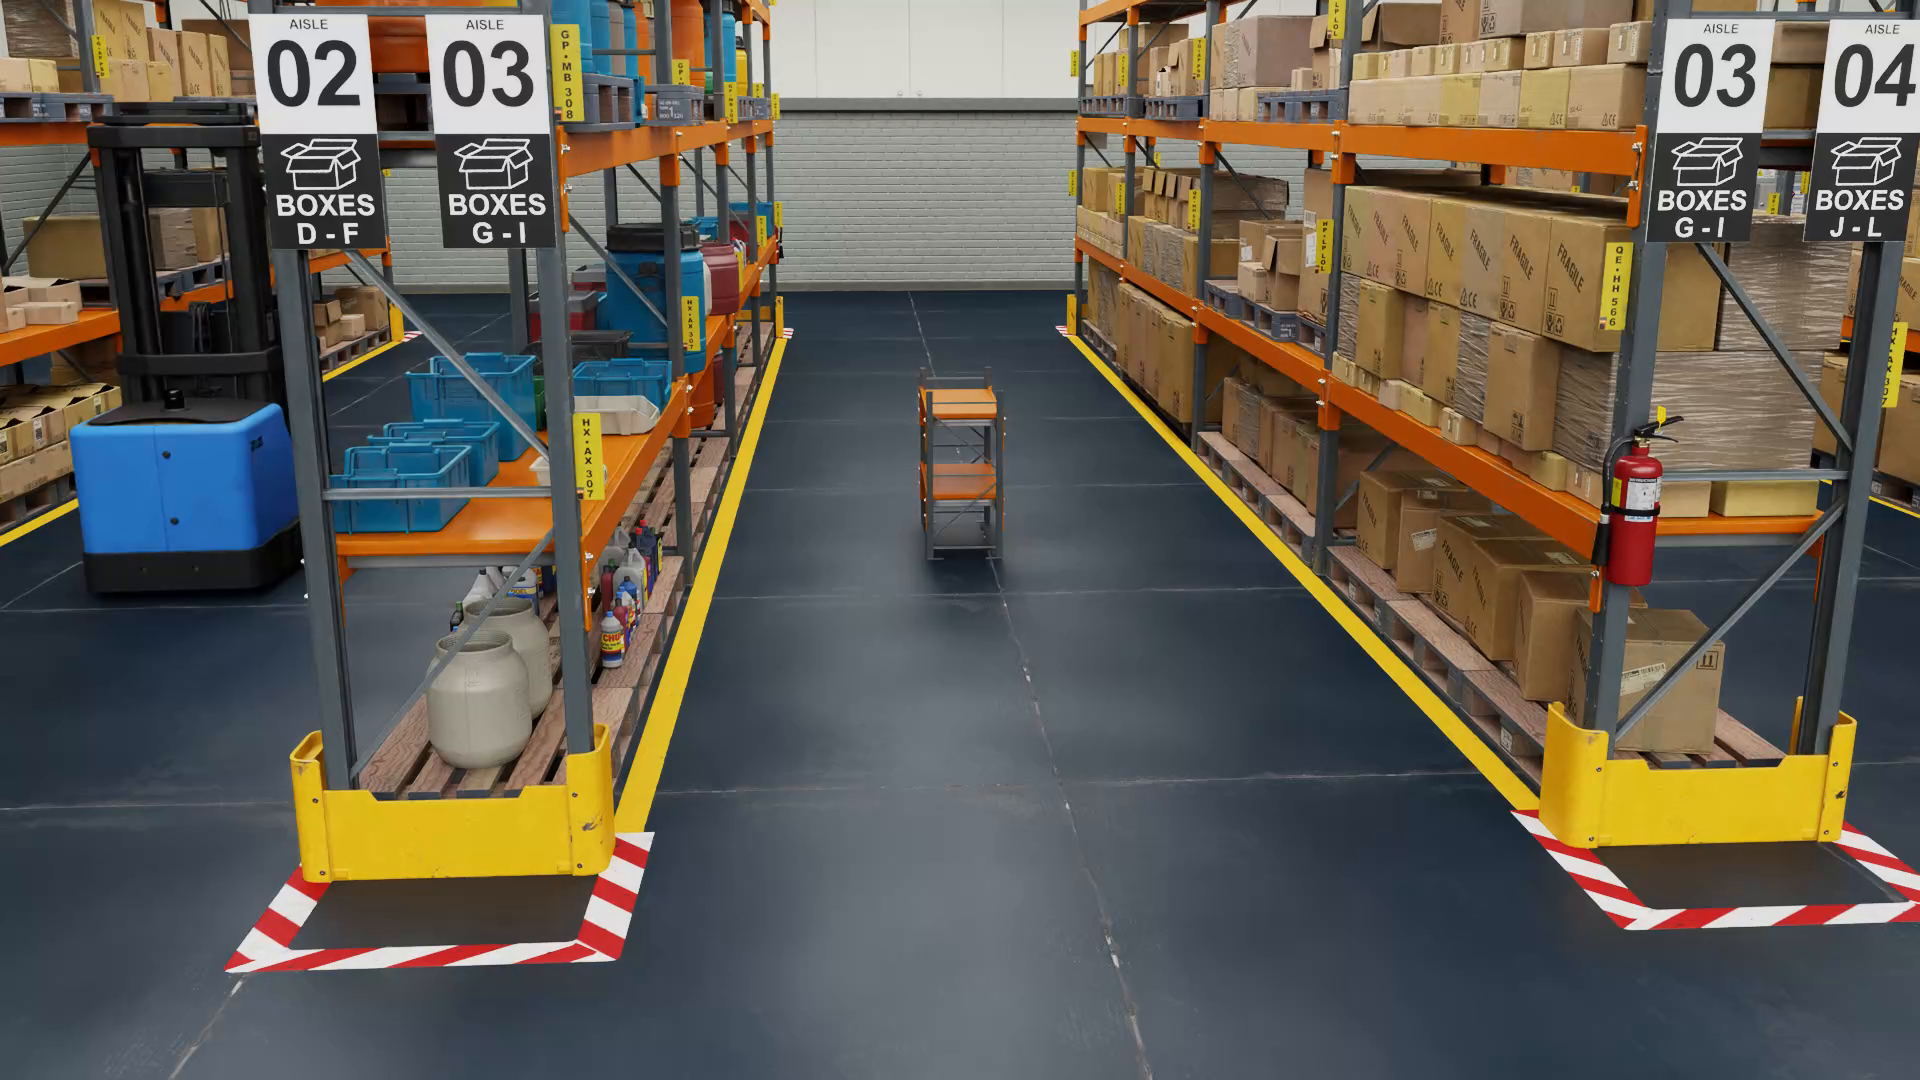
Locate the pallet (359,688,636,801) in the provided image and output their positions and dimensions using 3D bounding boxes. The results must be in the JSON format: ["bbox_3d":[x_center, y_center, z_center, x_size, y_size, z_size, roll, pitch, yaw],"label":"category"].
[{"bbox_3d":[-2.018,0.964,7.357,1.003,0.211,1.213,-1,14,-3],"label":"pallet"}]

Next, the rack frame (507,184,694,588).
[{"bbox_3d":[-2.170,-1.161,10.020,1.000,3.000,0.127,-1,14,-3],"label":"rack frame"}]

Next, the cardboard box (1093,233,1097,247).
[{"bbox_3d":[1.820,-3.625,20.098,0.380,0.149,0.250,-1,14,-5],"label":"cardboard box"}]

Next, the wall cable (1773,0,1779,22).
[{"bbox_3d":[14.821,-8.754,27.413,2.988,3.039,0.133,-1,14,-3],"label":"wall cable"}]

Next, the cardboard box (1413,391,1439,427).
[{"bbox_3d":[2.593,-0.685,8.674,0.380,0.149,0.250,-1,14,-3],"label":"cardboard box"}]

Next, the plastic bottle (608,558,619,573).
[{"bbox_3d":[-1.911,0.233,9.170,0.061,0.283,0.133,-1,14,-3],"label":"plastic bottle"}]

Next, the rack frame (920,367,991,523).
[{"bbox_3d":[-0.032,-0.673,11.884,0.500,1.125,0.032,-1,14,-3],"label":"rack frame"}]

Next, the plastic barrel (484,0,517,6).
[{"bbox_3d":[-2.119,-2.195,6.798,0.600,0.588,0.600,0,14,0],"label":"plastic barrel"}]

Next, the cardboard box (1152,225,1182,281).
[{"bbox_3d":[2.157,-2.780,16.109,0.500,0.500,0.500,-1,14,-2],"label":"cardboard box"}]

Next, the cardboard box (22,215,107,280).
[{"bbox_3d":[-7.513,-2.487,14.130,0.700,0.500,0.500,-6,16,-22],"label":"cardboard box"}]

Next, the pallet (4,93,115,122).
[{"bbox_3d":[-7.230,-3.274,12.592,1.213,0.211,1.003,0,14,-1],"label":"pallet"}]

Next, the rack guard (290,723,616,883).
[{"bbox_3d":[-1.973,1.026,6.536,1.175,0.500,0.348,-1,14,-3],"label":"rack guard"}]

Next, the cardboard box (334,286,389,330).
[{"bbox_3d":[-7.578,-2.941,21.071,0.500,0.500,0.500,-1,14,-3],"label":"cardboard box"}]

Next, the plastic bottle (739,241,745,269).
[{"bbox_3d":[-2.258,-2.945,17.185,0.061,0.283,0.133,-1,14,-3],"label":"plastic bottle"}]

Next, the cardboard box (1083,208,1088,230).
[{"bbox_3d":[1.829,-4.041,20.916,0.500,0.250,0.500,-1,14,-4],"label":"cardboard box"}]

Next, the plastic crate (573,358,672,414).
[{"bbox_3d":[-1.830,-0.818,8.985,0.499,0.251,0.616,-1,14,-3],"label":"plastic crate"}]

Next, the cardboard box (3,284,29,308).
[{"bbox_3d":[-7.499,-1.812,12.728,0.500,0.311,0.500,-1,14,-4],"label":"cardboard box"}]

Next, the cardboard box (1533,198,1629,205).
[{"bbox_3d":[3.166,-1.434,8.275,0.500,0.500,0.500,-1,14,-3],"label":"cardboard box"}]

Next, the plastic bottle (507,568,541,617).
[{"bbox_3d":[-2.349,0.296,8.939,0.152,0.276,0.135,-1,14,-3],"label":"plastic bottle"}]

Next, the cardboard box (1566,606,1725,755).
[{"bbox_3d":[3.000,0.609,7.315,0.500,0.500,0.500,2,15,7],"label":"cardboard box"}]

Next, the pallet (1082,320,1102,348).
[{"bbox_3d":[2.158,-2.674,21.496,1.003,0.211,1.213,-1,14,-3],"label":"pallet"}]

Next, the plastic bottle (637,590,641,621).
[{"bbox_3d":[-1.769,0.334,8.941,0.097,0.201,0.097,0,14,0],"label":"plastic bottle"}]

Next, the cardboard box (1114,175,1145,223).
[{"bbox_3d":[1.983,-3.772,18.366,0.500,0.500,0.500,0,14,-2],"label":"cardboard box"}]

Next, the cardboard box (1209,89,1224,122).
[{"bbox_3d":[2.301,-3.492,13.359,0.500,0.250,0.500,-1,14,-2],"label":"cardboard box"}]

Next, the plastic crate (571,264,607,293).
[{"bbox_3d":[-2.623,-1.780,12.298,0.402,0.464,0.583,-1,14,-3],"label":"plastic crate"}]

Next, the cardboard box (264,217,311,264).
[{"bbox_3d":[-7.369,-3.255,17.956,0.500,0.500,0.500,-1,14,-2],"label":"cardboard box"}]

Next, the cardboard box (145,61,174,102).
[{"bbox_3d":[-7.486,-3.946,14.622,0.910,0.500,0.500,-1,14,-3],"label":"cardboard box"}]

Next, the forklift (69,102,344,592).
[{"bbox_3d":[-4.922,-1.420,11.162,1.130,2.935,3.031,-2,15,-6],"label":"forklift"}]

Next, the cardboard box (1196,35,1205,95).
[{"bbox_3d":[2.416,-4.089,14.330,0.797,0.503,0.637,0,14,0],"label":"cardboard box"}]

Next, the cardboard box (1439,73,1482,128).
[{"bbox_3d":[2.645,-2.116,8.011,0.500,0.250,0.500,-1,14,-4],"label":"cardboard box"}]

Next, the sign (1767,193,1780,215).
[{"bbox_3d":[6.942,-2.796,14.207,0.100,0.325,0.005,-1,14,-3],"label":"sign"}]

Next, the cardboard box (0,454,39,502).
[{"bbox_3d":[-6.987,-0.444,11.908,0.500,0.250,0.500,-1,14,-2],"label":"cardboard box"}]

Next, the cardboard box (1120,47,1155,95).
[{"bbox_3d":[2.170,-5.174,18.352,0.700,0.500,0.500,-2,15,-7],"label":"cardboard box"}]

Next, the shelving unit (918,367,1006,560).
[{"bbox_3d":[0.000,-0.546,11.393,0.538,1.125,1.048,-1,14,-3],"label":"shelving unit"}]

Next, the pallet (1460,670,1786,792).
[{"bbox_3d":[3.002,0.886,7.659,1.003,0.211,1.213,-1,14,-3],"label":"pallet"}]

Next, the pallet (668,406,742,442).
[{"bbox_3d":[-2.508,-1.001,14.993,1.003,0.211,1.213,-1,14,-3],"label":"pallet"}]

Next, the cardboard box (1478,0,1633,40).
[{"bbox_3d":[2.673,-2.512,7.448,0.500,0.500,0.500,-1,14,-3],"label":"cardboard box"}]

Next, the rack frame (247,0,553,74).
[{"bbox_3d":[-1.922,-3.072,5.406,1.000,3.000,0.127,-1,14,-3],"label":"rack frame"}]

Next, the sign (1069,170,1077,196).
[{"bbox_3d":[1.476,-4.673,21.771,0.100,0.325,0.005,-1,14,-3],"label":"sign"}]

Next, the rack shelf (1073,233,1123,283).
[{"bbox_3d":[2.154,-3.376,20.073,1.077,0.370,4.000,-1,14,-3],"label":"rack shelf"}]

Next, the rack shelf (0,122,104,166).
[{"bbox_3d":[-7.238,-2.687,11.375,1.077,0.370,4.000,-1,14,-3],"label":"rack shelf"}]

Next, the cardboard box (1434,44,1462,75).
[{"bbox_3d":[2.605,-2.402,8.322,0.380,0.149,0.250,-1,14,-5],"label":"cardboard box"}]

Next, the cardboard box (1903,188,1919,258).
[{"bbox_3d":[7.567,-2.452,12.827,0.700,0.500,0.500,-1,14,-4],"label":"cardboard box"}]

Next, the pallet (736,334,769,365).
[{"bbox_3d":[-2.828,-2.287,19.991,1.003,0.211,1.213,-1,14,-3],"label":"pallet"}]

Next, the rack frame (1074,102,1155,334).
[{"bbox_3d":[2.030,-4.222,21.916,1.000,3.000,0.127,-1,14,-3],"label":"rack frame"}]

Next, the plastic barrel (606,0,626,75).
[{"bbox_3d":[-2.458,-3.143,10.695,0.600,0.901,0.600,0,14,0],"label":"plastic barrel"}]

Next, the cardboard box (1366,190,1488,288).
[{"bbox_3d":[2.581,-1.674,9.210,0.500,0.500,0.500,-1,14,-3],"label":"cardboard box"}]

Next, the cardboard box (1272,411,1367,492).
[{"bbox_3d":[2.712,-0.651,12.172,0.700,0.500,0.500,-2,15,-8],"label":"cardboard box"}]

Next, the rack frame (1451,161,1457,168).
[{"bbox_3d":[6.987,-4.274,22.116,1.000,3.000,0.127,-1,14,-3],"label":"rack frame"}]

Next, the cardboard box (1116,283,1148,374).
[{"bbox_3d":[2.338,-2.243,17.645,1.225,0.875,0.875,-1,14,-3],"label":"cardboard box"}]

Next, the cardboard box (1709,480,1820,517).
[{"bbox_3d":[3.242,-0.196,6.772,0.380,0.149,0.250,-1,14,-3],"label":"cardboard box"}]

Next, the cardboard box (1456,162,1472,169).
[{"bbox_3d":[6.750,-4.835,21.492,0.500,0.500,0.500,-1,14,-4],"label":"cardboard box"}]

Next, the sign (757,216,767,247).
[{"bbox_3d":[-2.116,-3.293,17.749,0.100,0.325,0.005,-1,14,-3],"label":"sign"}]

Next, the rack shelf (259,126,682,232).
[{"bbox_3d":[-2.046,-1.768,7.803,1.077,0.370,4.000,-1,14,-3],"label":"rack shelf"}]

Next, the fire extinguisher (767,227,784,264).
[{"bbox_3d":[-2.469,-3.972,21.848,0.296,0.674,0.183,-1,14,-3],"label":"fire extinguisher"}]

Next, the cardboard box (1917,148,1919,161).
[{"bbox_3d":[11.786,-4.679,20.181,0.380,0.149,0.250,-1,14,-3],"label":"cardboard box"}]

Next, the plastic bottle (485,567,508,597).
[{"bbox_3d":[-2.496,0.268,8.897,0.144,0.351,0.185,-1,14,-4],"label":"plastic bottle"}]
